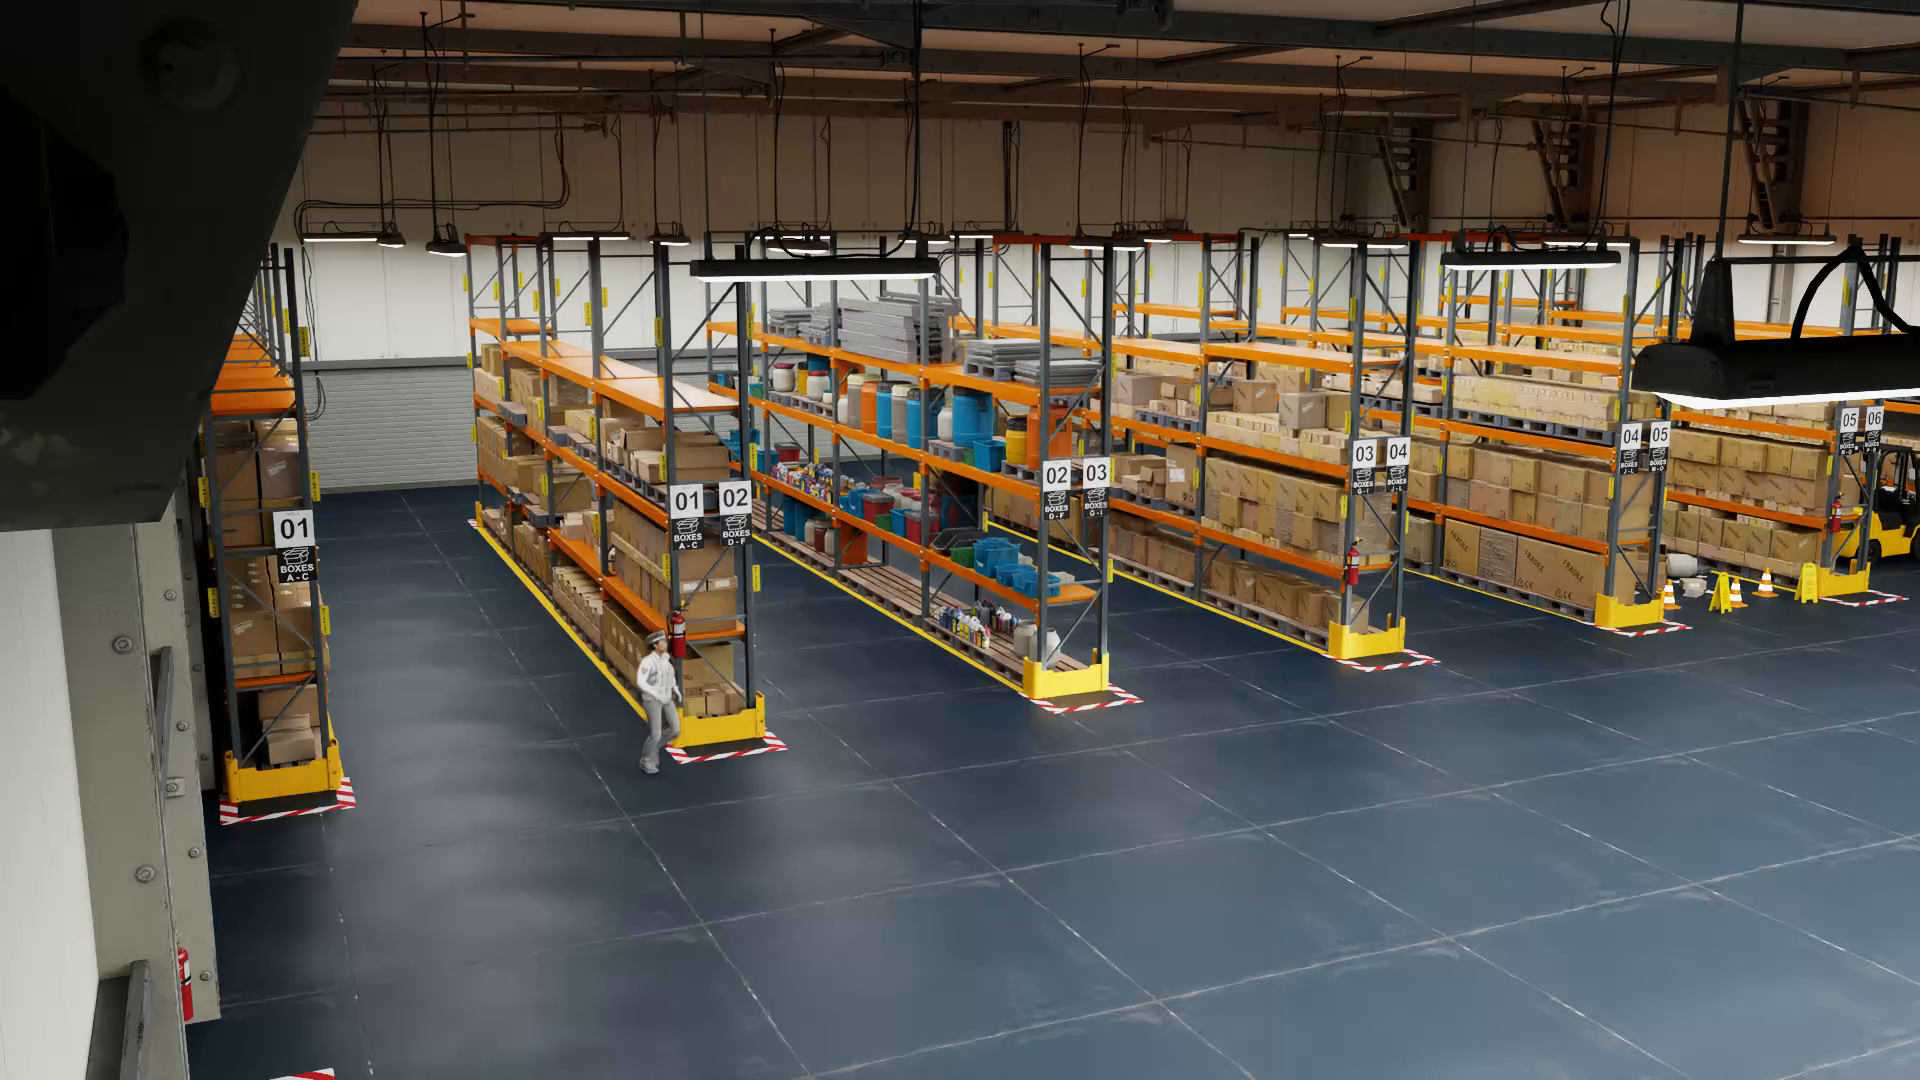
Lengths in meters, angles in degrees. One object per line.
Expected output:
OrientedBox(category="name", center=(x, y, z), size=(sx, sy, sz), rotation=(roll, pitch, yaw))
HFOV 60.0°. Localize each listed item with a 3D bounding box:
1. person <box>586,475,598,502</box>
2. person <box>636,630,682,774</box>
OrientedBox(category="person", center=(-7.860, -1.284, 35.286), size=(0.709, 1.705, 0.743), rotation=(6, 13, 29))
OrientedBox(category="person", center=(-3.443, 1.857, 19.250), size=(0.489, 1.649, 0.689), rotation=(7, 13, 31))
